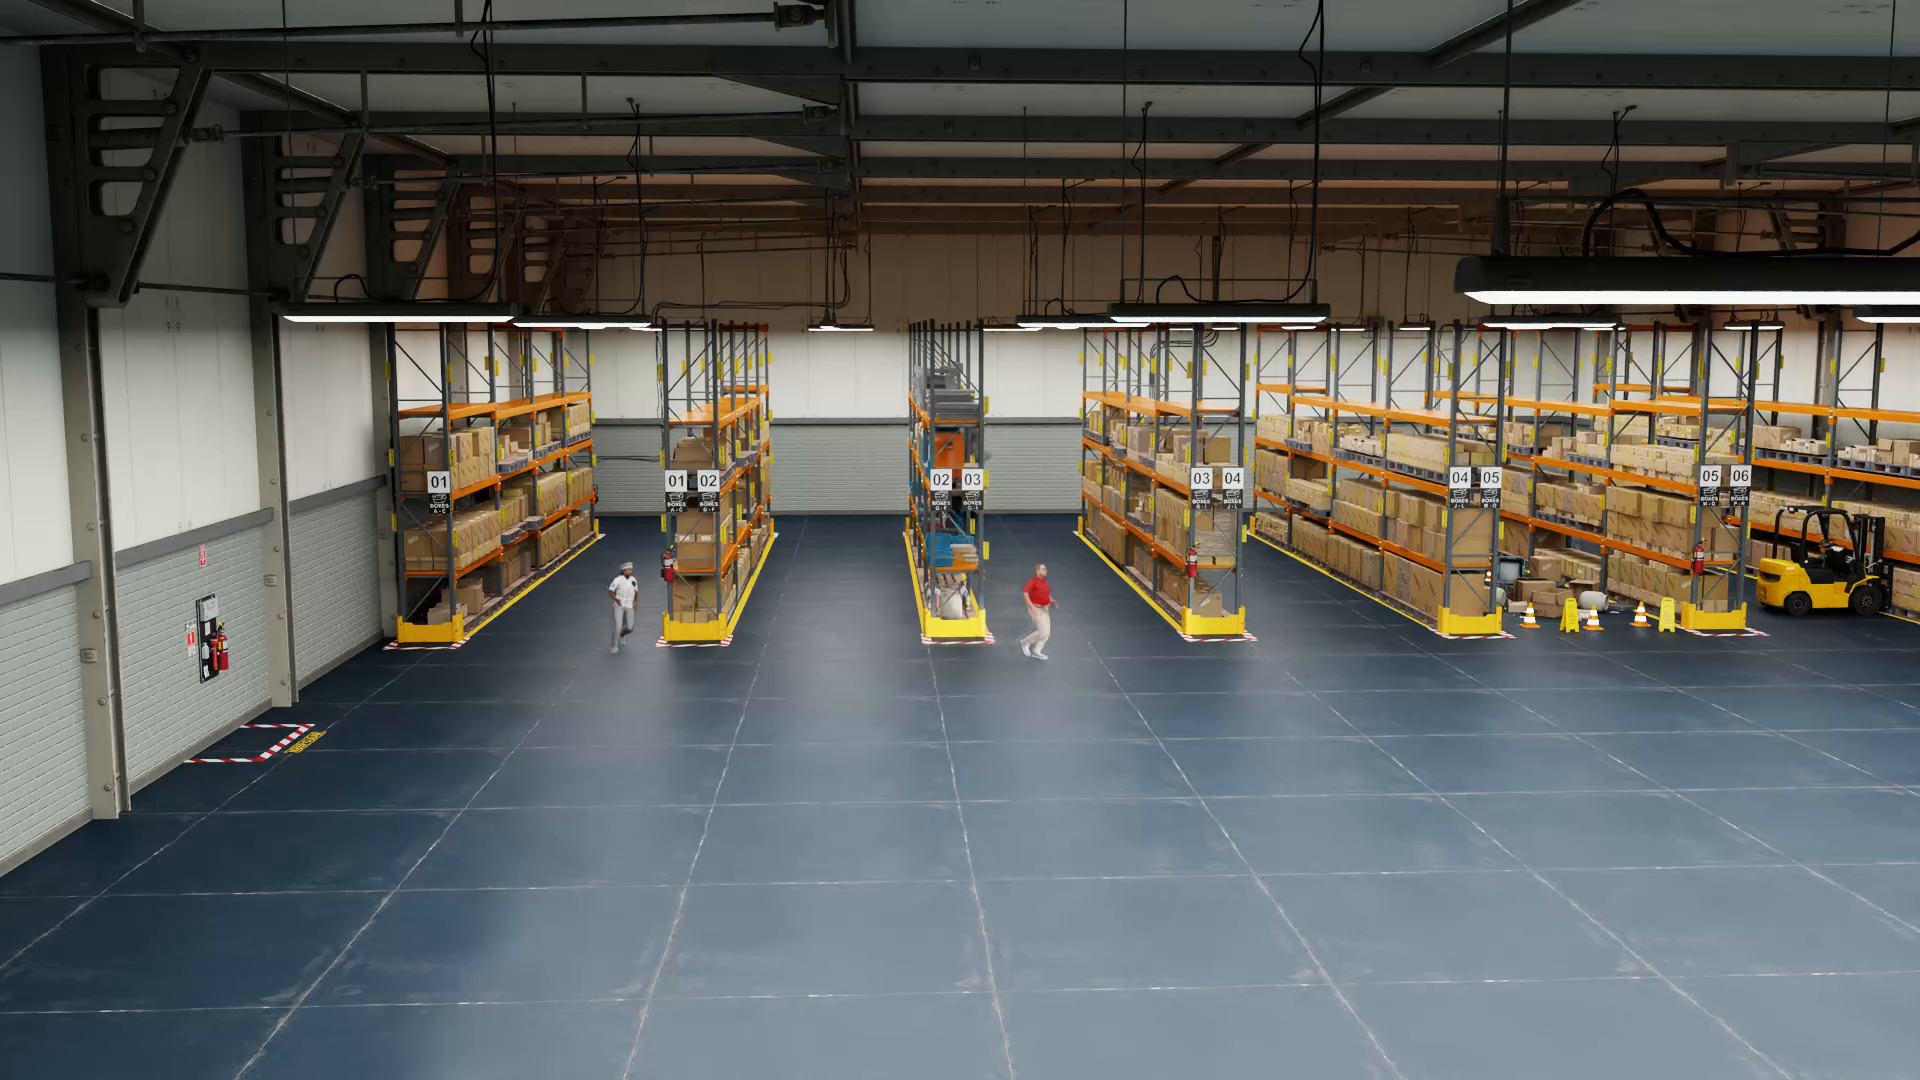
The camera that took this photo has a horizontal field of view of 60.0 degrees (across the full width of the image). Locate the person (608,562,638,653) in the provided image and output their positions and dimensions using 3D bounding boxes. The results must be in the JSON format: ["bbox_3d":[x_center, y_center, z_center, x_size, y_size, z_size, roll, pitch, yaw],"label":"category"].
[{"bbox_3d":[-6.093,1.206,30.218,0.571,1.624,0.497,-4,8,-29],"label":"person"}]

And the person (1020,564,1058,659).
[{"bbox_3d":[1.404,1.261,29.436,0.597,1.697,0.678,4,8,29],"label":"person"}]
